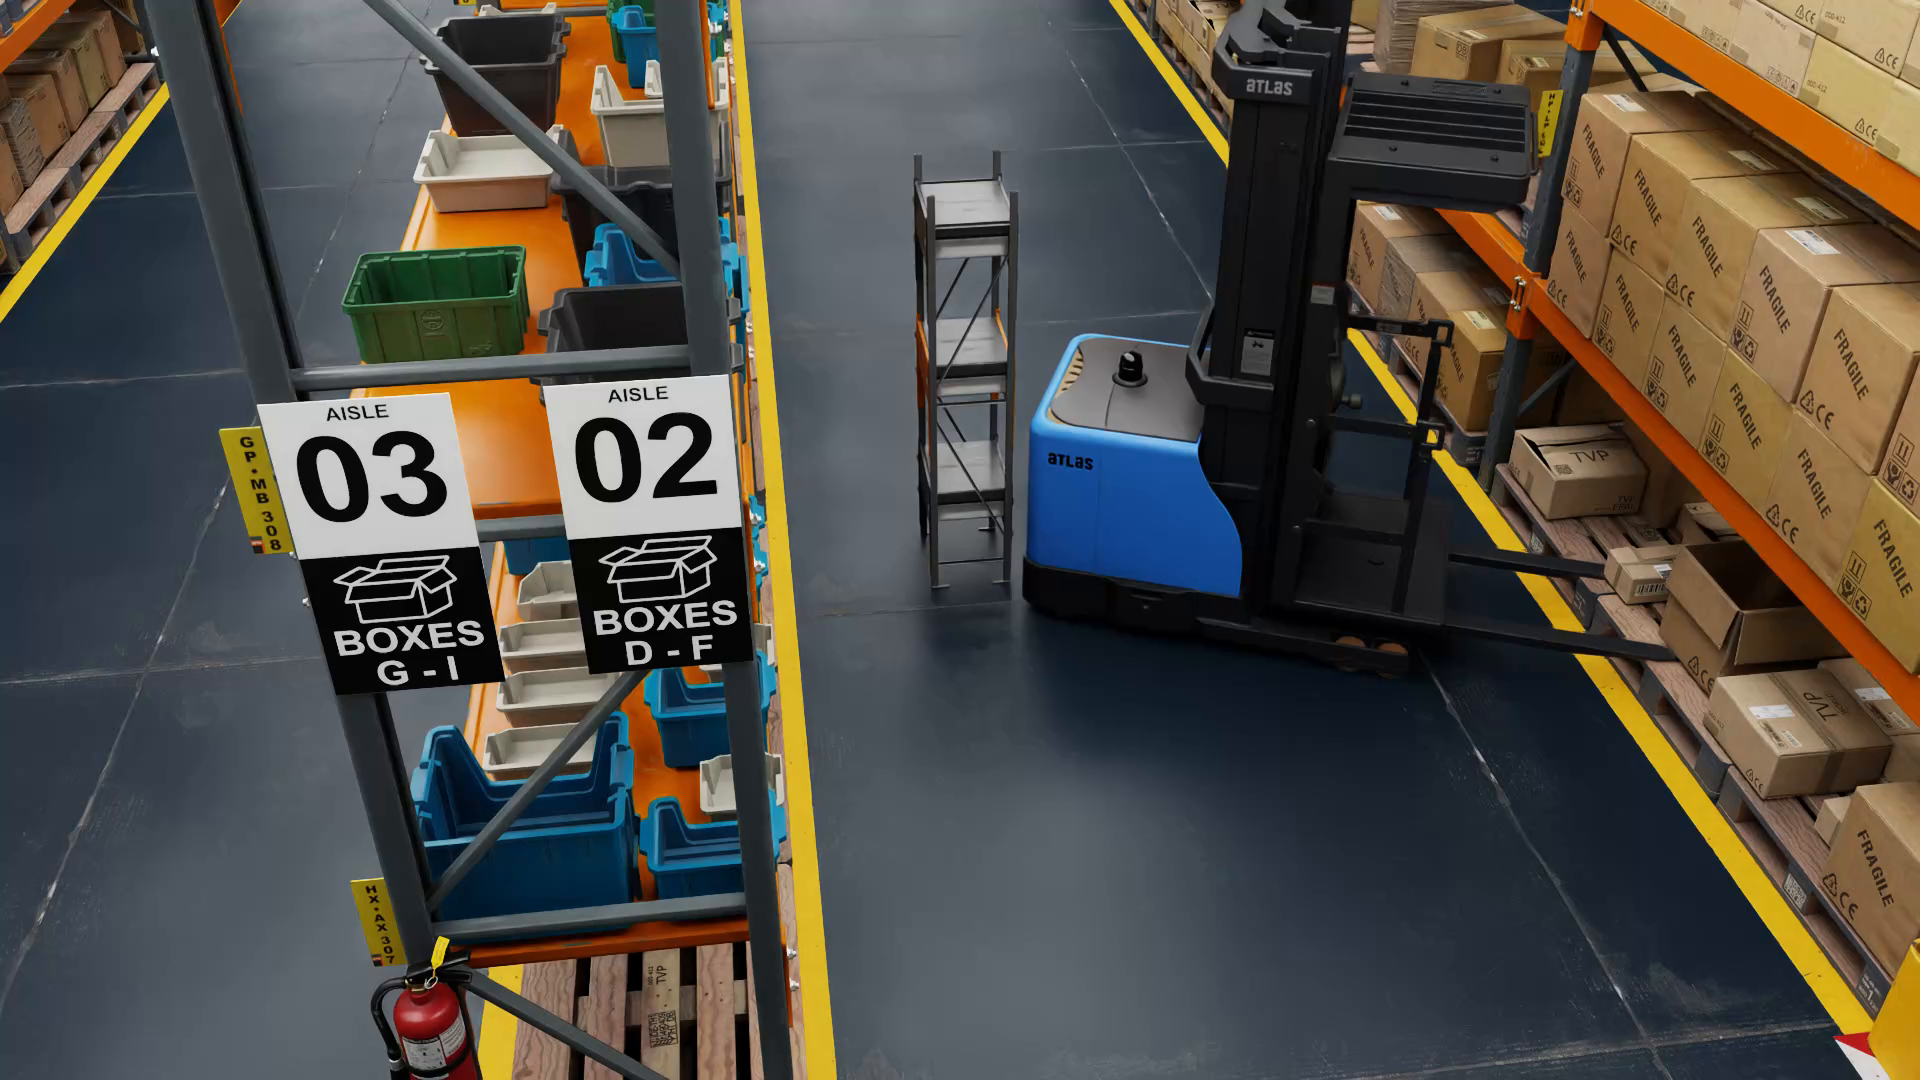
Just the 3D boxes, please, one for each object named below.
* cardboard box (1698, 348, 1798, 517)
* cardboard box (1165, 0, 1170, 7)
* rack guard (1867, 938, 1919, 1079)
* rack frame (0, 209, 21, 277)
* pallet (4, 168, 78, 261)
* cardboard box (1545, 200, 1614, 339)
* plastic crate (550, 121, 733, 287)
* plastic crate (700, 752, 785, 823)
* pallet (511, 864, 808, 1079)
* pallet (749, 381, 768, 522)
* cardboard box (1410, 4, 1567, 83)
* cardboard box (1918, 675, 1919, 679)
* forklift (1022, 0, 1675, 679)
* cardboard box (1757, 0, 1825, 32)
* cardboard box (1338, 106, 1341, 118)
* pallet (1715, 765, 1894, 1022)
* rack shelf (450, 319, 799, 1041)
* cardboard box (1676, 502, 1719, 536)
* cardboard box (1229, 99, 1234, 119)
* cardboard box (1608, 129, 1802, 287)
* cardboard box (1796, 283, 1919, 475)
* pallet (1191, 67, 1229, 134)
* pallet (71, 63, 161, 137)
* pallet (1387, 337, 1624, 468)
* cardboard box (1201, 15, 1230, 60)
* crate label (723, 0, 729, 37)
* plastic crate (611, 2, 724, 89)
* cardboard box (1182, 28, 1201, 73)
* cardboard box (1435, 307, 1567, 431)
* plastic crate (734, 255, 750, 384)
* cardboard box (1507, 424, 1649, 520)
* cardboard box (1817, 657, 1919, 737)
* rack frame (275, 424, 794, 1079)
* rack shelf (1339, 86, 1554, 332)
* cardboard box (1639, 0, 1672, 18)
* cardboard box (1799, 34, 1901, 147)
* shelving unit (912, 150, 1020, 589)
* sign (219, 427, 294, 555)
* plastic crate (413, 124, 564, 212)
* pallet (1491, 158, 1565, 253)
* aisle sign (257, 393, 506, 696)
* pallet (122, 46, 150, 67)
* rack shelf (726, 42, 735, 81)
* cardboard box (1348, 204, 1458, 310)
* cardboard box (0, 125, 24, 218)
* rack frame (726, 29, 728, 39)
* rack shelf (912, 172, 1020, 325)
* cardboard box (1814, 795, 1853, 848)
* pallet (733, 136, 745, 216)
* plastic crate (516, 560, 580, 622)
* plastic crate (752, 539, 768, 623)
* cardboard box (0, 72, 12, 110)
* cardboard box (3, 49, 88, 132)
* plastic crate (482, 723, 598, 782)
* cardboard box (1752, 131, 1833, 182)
[{"bbox_3d":[3.375,-0.454,6.663,0.500,0.500,0.500,-5,35,-7],"label":"cardboard box"},{"bbox_3d":[2.102,-5.050,15.067,0.500,0.311,0.500,-4,35,-6],"label":"cardboard box"},{"bbox_3d":[3.897,1.657,5.875,1.175,0.500,0.348,-4,35,-6],"label":"rack guard"},{"bbox_3d":[-6.985,-3.050,10.561,1.000,3.000,0.127,-4,35,-6],"label":"rack frame"},{"bbox_3d":[-7.089,-2.334,11.987,1.003,0.211,1.213,-4,35,-6],"label":"pallet"},{"bbox_3d":[3.168,-1.302,7.908,0.500,0.500,0.500,-4,34,-5],"label":"cardboard box"},{"bbox_3d":[-0.935,-1.048,5.015,0.504,0.338,0.767,-4,35,-6],"label":"plastic crate"},{"bbox_3d":[-0.670,0.776,5.129,0.250,0.136,0.298,-4,35,-6],"label":"plastic crate"},{"bbox_3d":[-1.074,1.729,6.026,1.003,0.211,1.213,-4,35,-6],"label":"pallet"},{"bbox_3d":[-1.602,-0.474,9.258,1.003,0.211,1.213,-4,35,-6],"label":"pallet"},{"bbox_3d":[3.071,-2.762,9.677,0.700,0.500,0.500,-13,36,-18],"label":"cardboard box"},{"bbox_3d":[3.577,0.396,5.417,0.500,0.500,0.500,-3,34,-5],"label":"cardboard box"},{"bbox_3d":[1.884,-0.895,7.461,3.031,2.935,1.130,9,35,13],"label":"forklift"},{"bbox_3d":[3.313,-2.101,6.195,0.500,0.250,0.500,-4,35,-6],"label":"cardboard box"},{"bbox_3d":[3.052,-3.381,12.619,0.500,0.311,0.500,-3,34,-5],"label":"cardboard box"},{"bbox_3d":[3.789,1.332,6.609,1.003,0.211,1.213,-4,35,-6],"label":"pallet"},{"bbox_3d":[-1.270,0.221,6.401,1.077,0.370,4.000,-4,35,-6],"label":"rack shelf"},{"bbox_3d":[3.837,-0.068,8.327,0.380,0.149,0.250,-4,35,-6],"label":"cardboard box"},{"bbox_3d":[2.446,-3.398,13.141,0.500,0.250,0.500,-5,35,-7],"label":"cardboard box"},{"bbox_3d":[3.224,-1.448,7.235,0.500,0.500,0.500,-5,35,-8],"label":"cardboard box"},{"bbox_3d":[3.432,-0.586,5.970,0.500,0.500,0.500,-3,34,-5],"label":"cardboard box"},{"bbox_3d":[2.599,-3.787,14.120,1.003,0.211,1.213,-4,35,-6],"label":"pallet"},{"bbox_3d":[-7.417,-3.695,13.985,1.003,0.211,1.213,-4,35,-6],"label":"pallet"},{"bbox_3d":[3.223,-0.864,9.831,1.003,0.211,1.213,-4,35,-6],"label":"pallet"},{"bbox_3d":[2.310,-4.192,13.808,0.500,0.311,0.500,-3,34,-5],"label":"cardboard box"},{"bbox_3d":[-1.763,-3.619,11.546,0.303,0.233,0.416,-4,35,-6],"label":"crate label"},{"bbox_3d":[-1.101,-1.879,6.329,0.416,0.233,0.300,-4,35,-6],"label":"plastic crate"},{"bbox_3d":[2.242,-4.249,14.390,0.500,0.250,0.500,-5,35,-8],"label":"cardboard box"},{"bbox_3d":[3.019,-0.968,9.336,0.500,0.500,0.500,-5,35,-7],"label":"cardboard box"},{"bbox_3d":[-1.139,-0.976,7.480,0.392,0.384,0.575,-4,35,-6],"label":"plastic crate"},{"bbox_3d":[3.212,-0.386,8.649,0.500,0.311,0.500,-4,35,-6],"label":"cardboard box"},{"bbox_3d":[3.981,0.738,7.055,0.500,0.250,0.500,-4,35,-6],"label":"cardboard box"},{"bbox_3d":[-1.001,1.039,4.561,1.000,3.000,0.127,-4,35,-6],"label":"rack frame"},{"bbox_3d":[3.100,-2.385,10.224,1.077,0.370,4.000,-4,35,-6],"label":"rack shelf"},{"bbox_3d":[3.190,-2.453,7.156,0.500,0.250,0.500,-4,35,-6],"label":"cardboard box"},{"bbox_3d":[3.389,-1.616,5.927,0.500,0.250,0.500,-4,35,-6],"label":"cardboard box"},{"bbox_3d":[0.022,-0.775,8.023,0.431,2.100,0.503,-4,35,-6],"label":"shelving unit"},{"bbox_3d":[-1.544,-0.106,3.671,0.100,0.325,0.005,-4,35,-6],"label":"sign"},{"bbox_3d":[-1.525,-1.225,5.455,0.437,0.136,0.530,-4,35,-6],"label":"plastic crate"},{"bbox_3d":[3.370,-1.941,9.104,1.003,0.211,1.213,-4,35,-6],"label":"pallet"},{"bbox_3d":[-1.282,0.028,3.738,0.394,0.787,0.004,-4,35,-6],"label":"aisle sign"},{"bbox_3d":[-7.649,-4.502,15.168,1.003,0.211,1.213,-4,35,-6],"label":"pallet"},{"bbox_3d":[-2.346,-4.244,12.952,1.077,0.370,4.000,-4,35,-6],"label":"rack shelf"},{"bbox_3d":[2.823,-1.808,10.569,0.500,0.500,0.500,-5,35,-8],"label":"cardboard box"},{"bbox_3d":[-7.095,-2.571,11.688,0.700,0.500,0.500,-6,35,-9],"label":"cardboard box"},{"bbox_3d":[-2.615,-5.657,14.387,1.000,3.000,0.127,-4,35,-6],"label":"rack frame"},{"bbox_3d":[0.022,-1.342,7.637,0.431,0.518,0.480,-4,35,-6],"label":"rack shelf"},{"bbox_3d":[3.625,1.138,6.542,0.380,0.166,0.250,-4,35,-6],"label":"cardboard box"},{"bbox_3d":[-2.143,-2.708,12.536,1.003,0.211,1.213,-4,35,-6],"label":"pallet"},{"bbox_3d":[-1.435,0.202,5.971,0.298,0.136,0.250,-4,35,-6],"label":"plastic crate"},{"bbox_3d":[-0.885,0.186,5.908,0.416,0.233,0.300,-4,35,-6],"label":"plastic crate"},{"bbox_3d":[-7.187,-3.175,11.909,0.500,0.250,0.500,-1,34,-1],"label":"cardboard box"},{"bbox_3d":[-7.341,-3.507,13.061,0.700,0.500,0.500,-7,35,-10],"label":"cardboard box"},{"bbox_3d":[-1.291,0.682,5.266,0.396,0.136,0.243,-4,35,-6],"label":"plastic crate"},{"bbox_3d":[3.766,-1.472,7.270,0.500,0.500,0.500,-5,35,-7],"label":"cardboard box"}]
